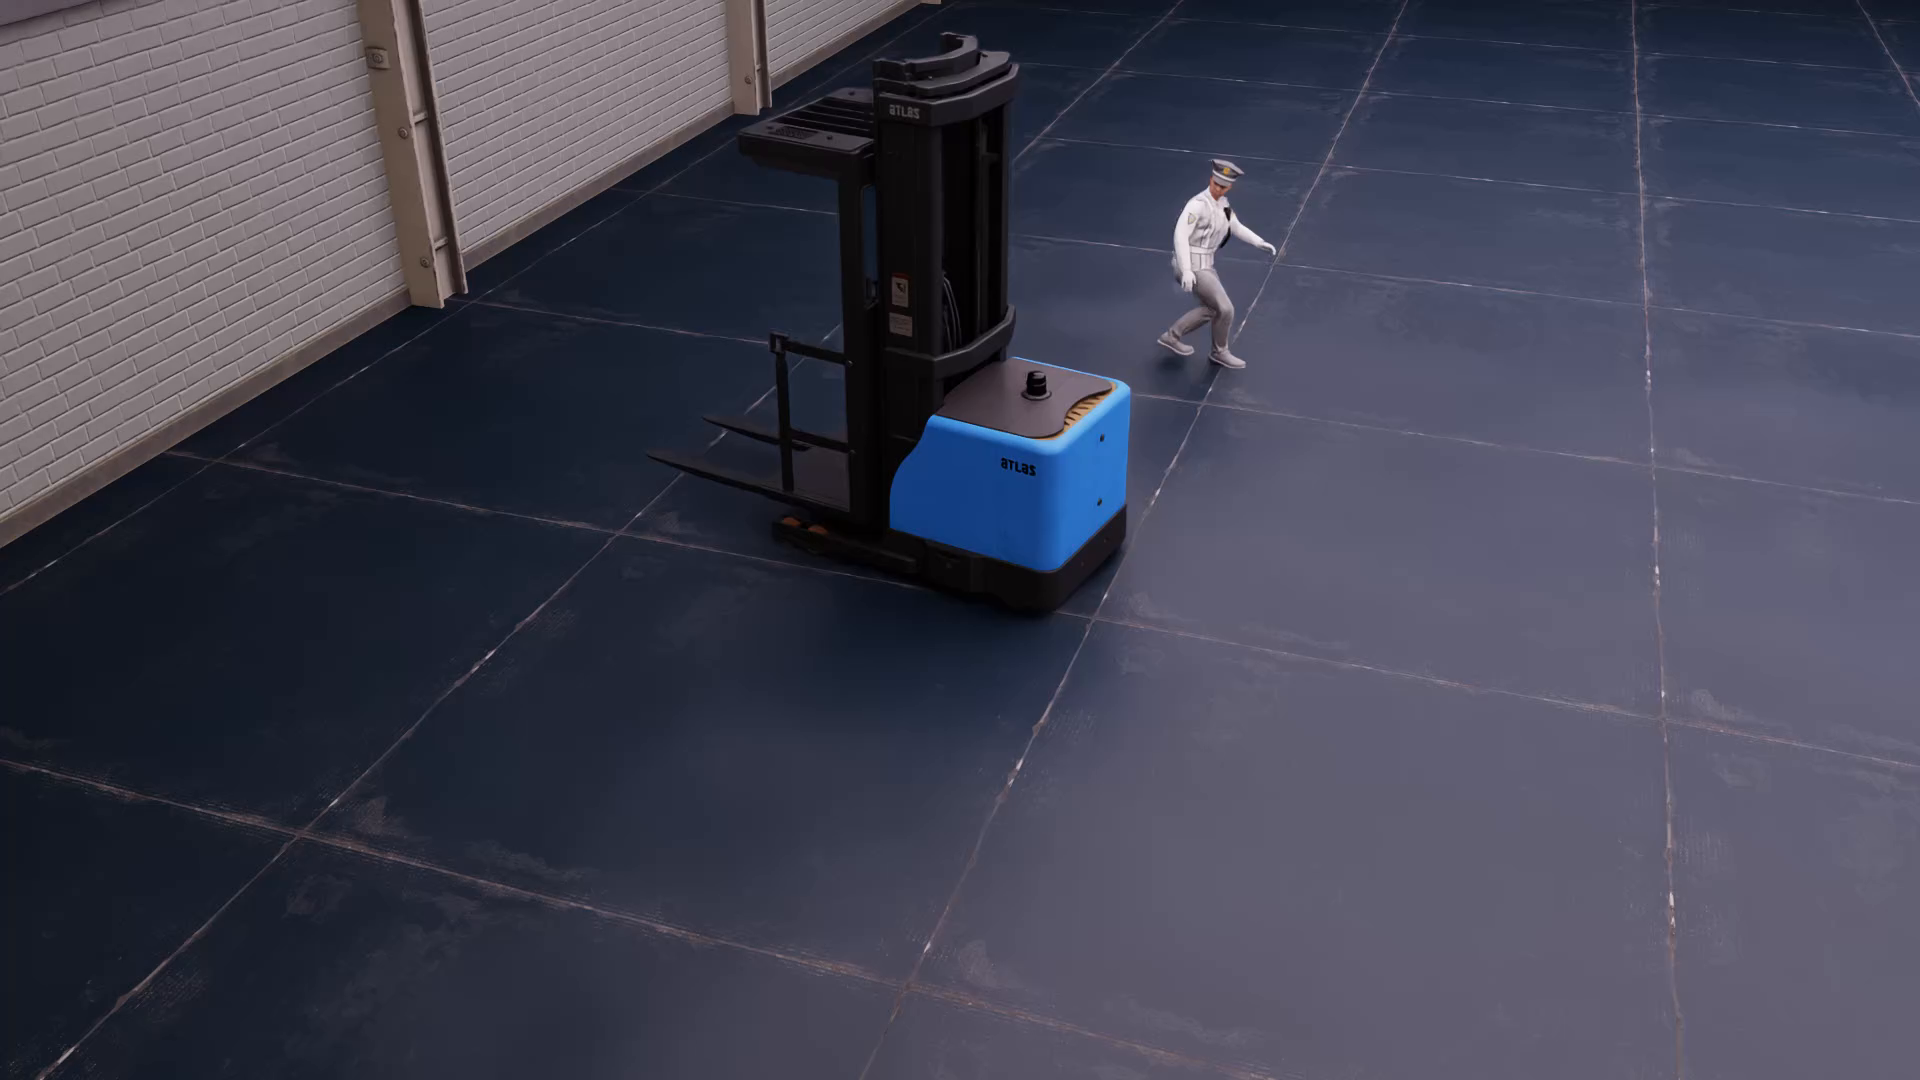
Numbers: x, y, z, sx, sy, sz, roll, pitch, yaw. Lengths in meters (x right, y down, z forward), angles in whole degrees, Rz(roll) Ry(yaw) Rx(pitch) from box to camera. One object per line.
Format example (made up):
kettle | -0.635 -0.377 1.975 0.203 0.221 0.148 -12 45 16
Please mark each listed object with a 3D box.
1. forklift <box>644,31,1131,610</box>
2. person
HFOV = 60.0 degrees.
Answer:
forklift | -0.543 -1.403 9.598 3.031 2.935 1.130 16 33 26
person | 1.833 -1.939 11.949 0.791 1.552 0.815 11 32 19
